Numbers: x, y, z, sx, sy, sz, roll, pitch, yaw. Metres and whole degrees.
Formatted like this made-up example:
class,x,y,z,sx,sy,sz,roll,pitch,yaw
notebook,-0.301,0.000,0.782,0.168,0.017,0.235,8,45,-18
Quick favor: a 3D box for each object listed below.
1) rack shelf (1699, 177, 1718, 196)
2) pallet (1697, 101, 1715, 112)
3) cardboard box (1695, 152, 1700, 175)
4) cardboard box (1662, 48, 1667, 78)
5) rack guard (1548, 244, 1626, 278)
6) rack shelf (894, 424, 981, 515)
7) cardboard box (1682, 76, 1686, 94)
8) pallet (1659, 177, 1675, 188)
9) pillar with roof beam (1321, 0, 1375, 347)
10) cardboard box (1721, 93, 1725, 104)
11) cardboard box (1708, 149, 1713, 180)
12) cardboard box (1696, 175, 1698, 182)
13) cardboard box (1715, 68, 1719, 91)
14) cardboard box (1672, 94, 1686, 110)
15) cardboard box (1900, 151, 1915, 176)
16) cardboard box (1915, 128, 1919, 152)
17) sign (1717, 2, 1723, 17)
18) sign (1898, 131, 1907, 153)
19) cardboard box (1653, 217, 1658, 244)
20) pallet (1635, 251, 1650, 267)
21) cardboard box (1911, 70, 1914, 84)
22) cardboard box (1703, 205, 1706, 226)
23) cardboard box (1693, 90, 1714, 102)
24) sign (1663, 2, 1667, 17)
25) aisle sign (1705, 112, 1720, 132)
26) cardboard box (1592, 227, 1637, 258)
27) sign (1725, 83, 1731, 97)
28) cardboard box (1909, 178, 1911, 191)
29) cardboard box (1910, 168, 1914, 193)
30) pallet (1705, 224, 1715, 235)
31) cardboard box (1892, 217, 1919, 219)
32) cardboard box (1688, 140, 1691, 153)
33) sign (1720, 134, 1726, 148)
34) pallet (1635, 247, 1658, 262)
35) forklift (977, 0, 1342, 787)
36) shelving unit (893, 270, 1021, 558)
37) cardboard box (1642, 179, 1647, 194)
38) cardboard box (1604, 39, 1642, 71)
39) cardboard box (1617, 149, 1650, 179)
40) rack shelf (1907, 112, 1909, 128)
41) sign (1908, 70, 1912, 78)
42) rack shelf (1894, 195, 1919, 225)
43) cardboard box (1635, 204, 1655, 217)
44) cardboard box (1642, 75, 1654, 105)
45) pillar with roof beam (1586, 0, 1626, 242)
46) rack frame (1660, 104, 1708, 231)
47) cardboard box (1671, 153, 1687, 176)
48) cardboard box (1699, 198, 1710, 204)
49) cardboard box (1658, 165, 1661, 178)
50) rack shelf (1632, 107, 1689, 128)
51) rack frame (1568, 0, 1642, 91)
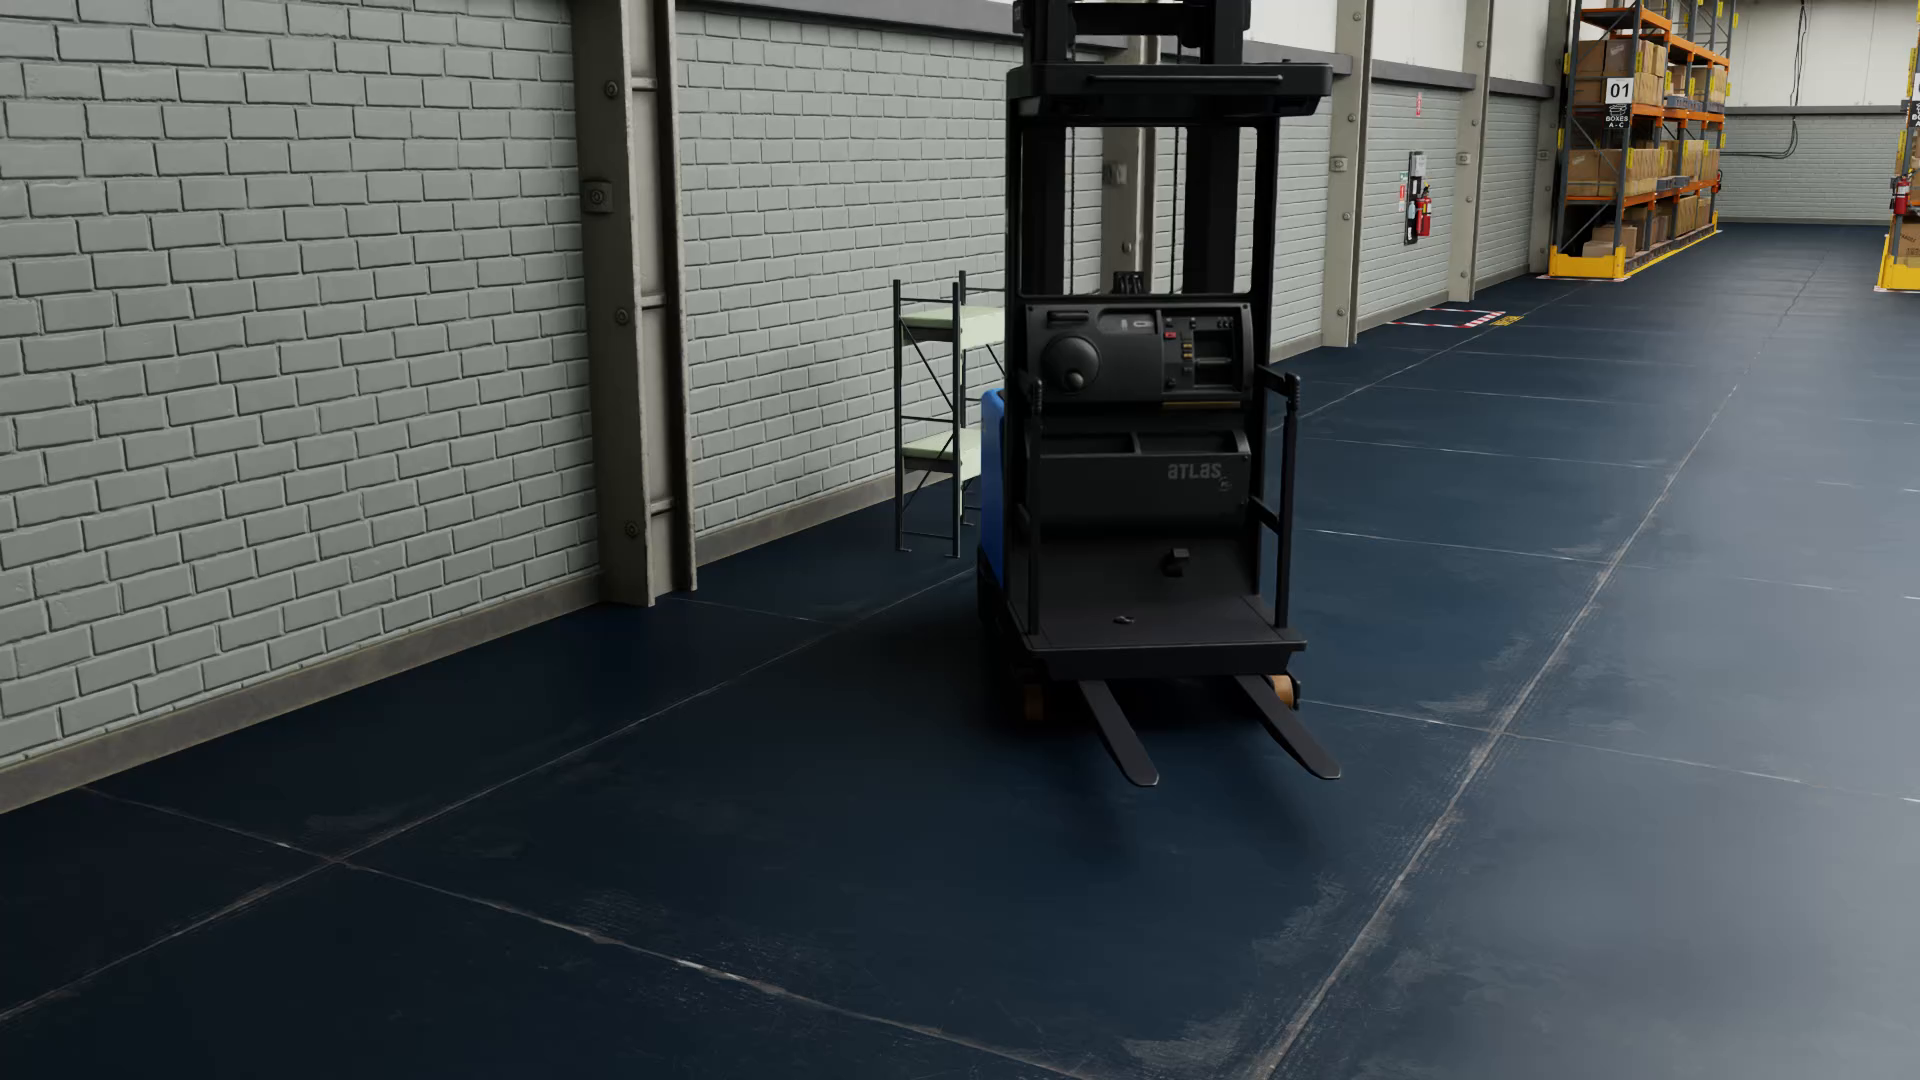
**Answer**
class,x,y,z,sx,sy,sz,roll,pitch,yaw
rack shelf,17.219,-8.391,39.476,1.077,0.370,4.000,7,15,28
pallet,16.657,-9.913,38.040,1.003,0.211,1.213,7,15,28
cardboard box,16.012,-8.305,36.690,0.500,0.500,0.500,8,15,28
cardboard box,12.380,-8.559,29.845,0.500,0.500,0.500,6,15,23
rack guard,10.488,-4.669,27.835,1.175,0.500,0.348,7,15,28
rack shelf,-0.003,-0.411,9.429,0.431,0.370,0.720,7,15,28
cardboard box,14.992,-9.564,35.251,0.700,0.500,0.500,8,16,31
pallet,13.398,-7.006,32.604,1.003,0.211,1.213,7,15,28
pillar with roof beam,8.000,-6.077,15.541,9.100,9.000,0.400,7,15,28
cardboard box,18.064,-10.609,39.951,0.500,0.250,0.500,8,16,30
cardboard box,17.230,-8.886,39.351,0.980,0.700,0.700,7,15,25
cardboard box,16.235,-8.063,37.070,0.380,0.149,0.250,8,16,29
cardboard box,17.085,-10.554,38.122,0.500,0.500,0.500,7,15,27
cardboard box,14.207,-8.757,33.202,0.500,0.311,0.500,7,15,28
cardboard box,18.863,-7.344,32.488,0.700,0.500,0.500,2,14,9
cardboard box,16.028,-6.510,27.156,0.700,0.500,0.500,7,15,28
sign,16.733,-11.681,36.623,0.100,0.325,0.005,7,15,28
sign,14.321,-6.051,25.256,0.100,0.325,0.005,7,15,28
cardboard box,13.450,-6.158,33.070,0.700,0.500,0.500,7,15,28
pallet,12.091,-5.192,30.620,1.003,0.211,1.213,7,15,28
cardboard box,15.384,-7.376,26.323,0.500,0.311,0.500,10,17,35
cardboard box,17.451,-7.780,39.840,0.700,0.500,0.500,7,15,26
cardboard box,16.817,-10.081,37.759,0.500,0.250,0.500,7,15,28
sign,15.778,-11.846,37.140,0.100,0.325,0.005,7,15,28
aisle sign,18.483,-10.396,40.709,0.394,0.787,0.004,7,15,28
cardboard box,11.539,-5.261,29.351,0.700,0.500,0.500,6,15,25
sign,18.654,-10.937,40.381,0.100,0.325,0.005,7,15,28
cardboard box,16.987,-6.265,29.407,0.396,0.266,0.258,7,15,27
cardboard box,15.772,-5.769,26.851,0.700,0.500,0.500,8,16,30
pallet,17.868,-7.623,40.703,1.003,0.211,1.213,7,15,28
cardboard box,15.742,-5.096,27.643,0.500,0.500,0.500,7,15,28
cardboard box,15.023,-8.252,34.872,0.500,0.250,0.500,7,15,27
sign,18.654,-9.765,40.663,0.100,0.325,0.005,7,15,28
pallet,12.760,-5.494,31.871,1.003,0.211,1.213,7,15,28
forklift,0.750,-0.783,6.528,1.130,2.935,3.031,-1,14,-6
shelving unit,-0.003,-0.728,9.352,0.431,1.500,0.755,7,15,28
cardboard box,11.701,-6.185,29.067,0.500,0.250,0.500,8,15,29
cardboard box,10.850,-7.923,27.208,0.500,0.500,0.500,6,15,24
cardboard box,11.687,-6.547,28.967,0.500,0.500,0.500,8,16,30
rack shelf,19.624,-8.469,33.395,1.077,0.370,4.000,7,15,28
sign,16.243,-8.051,28.354,0.100,0.325,0.005,7,15,28
rack shelf,15.756,-5.369,26.939,1.077,0.370,4.000,7,15,28
cardboard box,13.442,-6.504,32.906,0.500,0.250,0.500,7,15,28
cardboard box,11.611,-7.751,28.629,0.500,0.500,0.500,8,16,31
pillar with roof beam,16.702,-9.770,30.859,9.100,9.000,0.400,7,15,28
rack frame,16.252,-8.331,37.689,1.000,3.000,0.127,7,15,28
cardboard box,14.778,-7.784,34.530,0.500,0.500,0.500,8,16,30
cardboard box,17.910,-8.201,40.206,0.380,0.149,0.250,8,16,30
cardboard box,12.937,-7.166,31.707,0.700,0.500,0.500,9,16,34
rack shelf,13.352,-8.208,32.316,1.077,0.370,4.000,7,15,28
rack frame,10.451,-8.785,26.774,1.000,3.000,0.127,7,15,28
